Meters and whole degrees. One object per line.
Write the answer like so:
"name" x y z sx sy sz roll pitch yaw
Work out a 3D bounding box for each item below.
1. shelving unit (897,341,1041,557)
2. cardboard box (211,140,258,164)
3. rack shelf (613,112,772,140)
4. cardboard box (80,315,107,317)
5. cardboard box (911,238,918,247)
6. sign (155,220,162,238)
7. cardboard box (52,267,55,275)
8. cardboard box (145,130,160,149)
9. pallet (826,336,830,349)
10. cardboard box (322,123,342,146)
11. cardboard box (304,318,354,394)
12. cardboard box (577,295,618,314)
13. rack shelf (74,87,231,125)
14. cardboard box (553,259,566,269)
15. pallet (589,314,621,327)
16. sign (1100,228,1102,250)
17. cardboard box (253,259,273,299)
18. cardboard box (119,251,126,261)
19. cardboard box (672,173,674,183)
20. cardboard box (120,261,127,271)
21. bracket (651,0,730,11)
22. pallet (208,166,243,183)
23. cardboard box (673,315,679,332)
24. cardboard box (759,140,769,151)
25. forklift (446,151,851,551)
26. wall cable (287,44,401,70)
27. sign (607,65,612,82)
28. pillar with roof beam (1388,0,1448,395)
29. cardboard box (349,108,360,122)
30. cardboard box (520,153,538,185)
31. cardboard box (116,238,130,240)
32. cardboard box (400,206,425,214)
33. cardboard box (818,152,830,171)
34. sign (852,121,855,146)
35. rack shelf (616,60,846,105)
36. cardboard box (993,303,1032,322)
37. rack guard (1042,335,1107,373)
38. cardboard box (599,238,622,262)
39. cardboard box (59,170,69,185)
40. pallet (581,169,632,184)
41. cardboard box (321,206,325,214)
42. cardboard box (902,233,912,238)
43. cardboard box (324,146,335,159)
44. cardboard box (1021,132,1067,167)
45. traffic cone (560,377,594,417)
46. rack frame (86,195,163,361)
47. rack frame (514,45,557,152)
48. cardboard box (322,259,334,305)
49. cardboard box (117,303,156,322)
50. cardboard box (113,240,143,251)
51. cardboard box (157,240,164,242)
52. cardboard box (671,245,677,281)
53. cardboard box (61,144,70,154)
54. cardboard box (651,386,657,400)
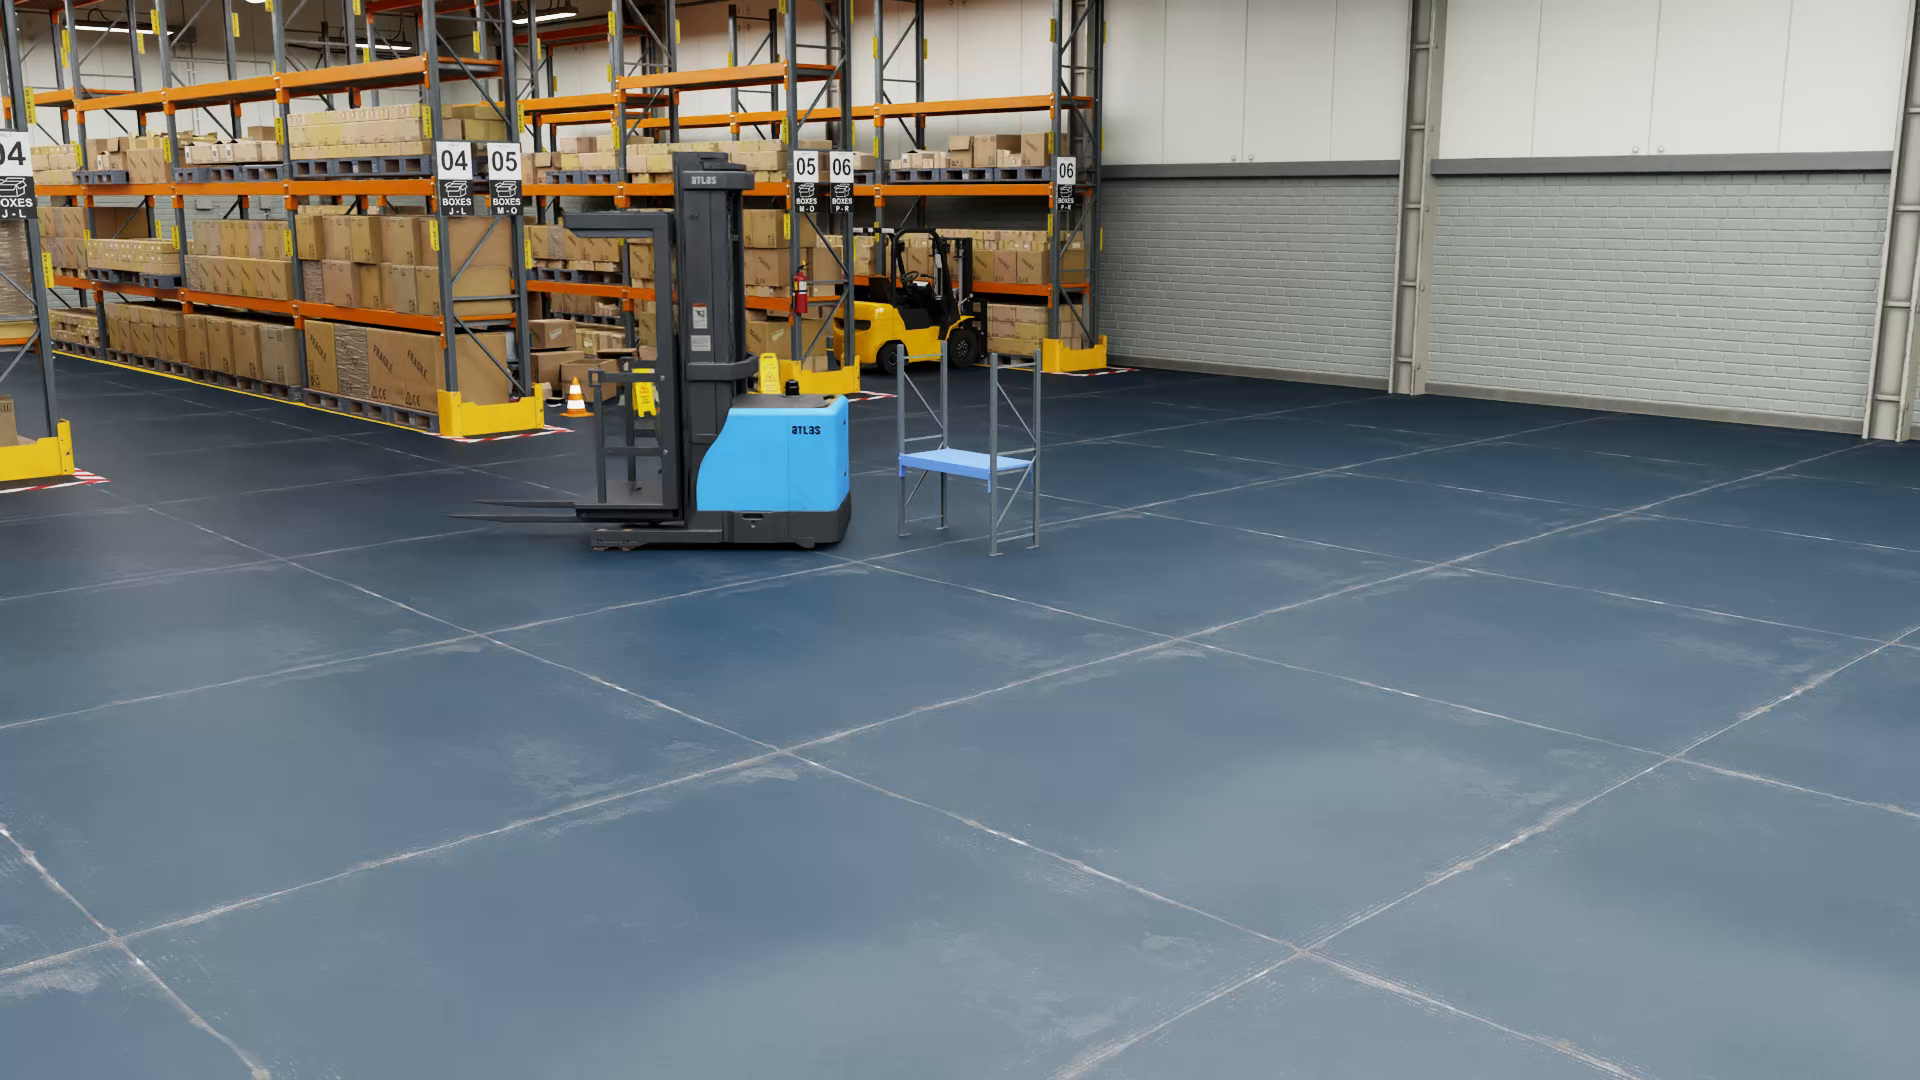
"shelving unit" 0.059 -0.722 12.700 0.538 1.500 1.048 -11 16 -43
"cardboard box" -9.822 -5.281 22.607 0.500 0.311 0.500 -11 16 -44
"rack shelf" -5.147 -7.964 32.038 1.077 0.370 4.000 -11 16 -43
"cardboard box" -14.565 -3.701 27.991 0.380 0.149 0.250 -10 15 -41
"cardboard box" -0.593 -4.910 27.453 0.380 0.149 0.250 -11 16 -43
"sign" -13.227 -5.114 27.428 0.100 0.325 0.005 -11 16 -43
"cardboard box" -15.451 -4.657 28.702 0.380 0.149 0.250 -11 16 -44
"cardboard box" -11.696 -5.873 24.408 0.396 0.266 0.258 -11 16 -43
"pallet" -2.387 -3.612 29.921 1.003 0.211 1.213 -11 16 -43
"cardboard box" -7.268 -4.840 19.881 0.500 0.250 0.500 -11 16 -43
"cardboard box" -7.717 -2.365 21.179 0.875 0.875 0.875 -11 16 -42
"cardboard box" -7.657 -5.046 35.126 0.500 0.500 0.700 11 16 43
"rack shelf" -12.245 -6.567 25.258 1.077 0.370 4.000 -11 16 -43
"cardboard box" -6.182 -4.356 26.203 0.380 0.149 0.250 -10 15 -41
"pallet" -7.002 -4.600 34.715 1.003 0.211 1.213 -11 16 -43
"sign" 2.165 -4.653 25.722 0.100 0.325 0.005 -11 16 -43
"cardboard box" -9.004 -3.463 22.037 0.500 0.500 0.500 -11 16 -43
"cardboard box" -12.605 -4.347 25.424 0.380 0.149 0.250 -11 16 -44
"cardboard box" -3.841 -5.123 23.531 0.250 0.149 0.380 11 16 43
"cardboard box" -12.609 -4.203 25.458 0.250 0.149 0.380 11 16 43
"bracket" -4.536 -10.305 31.710 0.076 0.066 4.783 -11 16 -43
"pallet" -9.606 -5.012 22.840 1.003 0.211 1.213 -10 15 -40
"cardboard box" -4.000 -3.032 24.107 0.500 0.500 0.500 -10 15 -40
"cardboard box" -2.426 -5.210 21.977 0.380 0.149 0.250 -11 16 -42
"forklift" -2.403 -1.459 12.731 3.031 2.935 1.130 0 12 2
"wall cable" -14.423 -9.992 39.014 2.988 3.039 0.133 -11 16 -43
"sign" -6.933 -9.227 32.885 0.100 0.325 0.005 -11 16 -43
"pillar with roof beam" 2.960 -5.804 18.782 9.100 9.000 0.400 -11 16 -43
"cardboard box" -6.870 -4.933 19.346 0.380 0.149 0.250 -11 16 -42
"cardboard box" -6.706 -5.968 26.762 0.700 0.500 0.500 -11 16 -43
"cardboard box" -13.785 -4.771 27.648 0.500 0.500 0.500 -11 16 -44
"cardboard box" -10.146 -6.112 30.810 0.380 0.149 0.250 -11 16 -43
"cardboard box" -1.983 -5.074 22.305 0.500 0.250 0.500 -11 16 -44
"sign" -1.436 -5.395 22.063 0.100 0.325 0.005 -11 16 -43
"rack shelf" -3.210 -6.298 22.971 1.077 0.370 4.000 -11 16 -43
"cardboard box" 0.859 -3.560 26.054 0.500 0.250 0.500 -11 16 -42
"rack guard" 1.776 -2.886 25.682 1.175 0.500 0.348 -11 16 -43
"cardboard box" -5.076 -4.441 25.009 0.500 0.500 0.500 -11 16 -44
"cardboard box" -14.496 -5.973 27.406 0.500 0.250 0.500 -11 16 -43
"pallet" -4.940 -5.488 25.146 1.213 0.211 1.003 -11 16 -43
"cardboard box" -12.089 -6.374 32.081 0.380 0.149 0.250 -11 16 -42
"cardboard box" -0.739 -5.099 27.636 0.380 0.149 0.250 -11 16 -42
"cardboard box" -7.391 -4.653 19.963 0.380 0.149 0.250 -11 16 -43
"cardboard box" 1.277 -5.917 25.230 0.500 0.500 0.500 -10 15 -41
"traffic cone" -4.678 -1.750 20.259 0.336 0.463 0.334 -11 16 -43
"rack frame" -13.626 -4.469 27.167 1.000 3.000 0.127 -11 16 -43
"rack frame" -9.290 -9.387 36.175 1.000 3.000 0.127 -11 16 -43
"cardboard box" -7.441 -3.245 20.858 0.875 0.550 0.550 -11 16 -43
"cardboard box" -12.937 -3.595 26.224 0.500 0.250 0.500 -10 16 -41
"cardboard box" -12.793 -4.532 25.585 0.380 0.149 0.250 -10 15 -40
"cardboard box" -12.308 -4.621 26.014 0.250 0.149 0.380 11 16 43
"cardboard box" -3.788 -3.952 23.675 0.500 0.500 0.500 -11 16 -43
"cardboard box" -14.429 -6.379 27.151 0.380 0.149 0.250 -11 16 -43
"cardboard box" -4.194 -1.935 21.936 0.380 0.149 0.250 -3 12 -13
